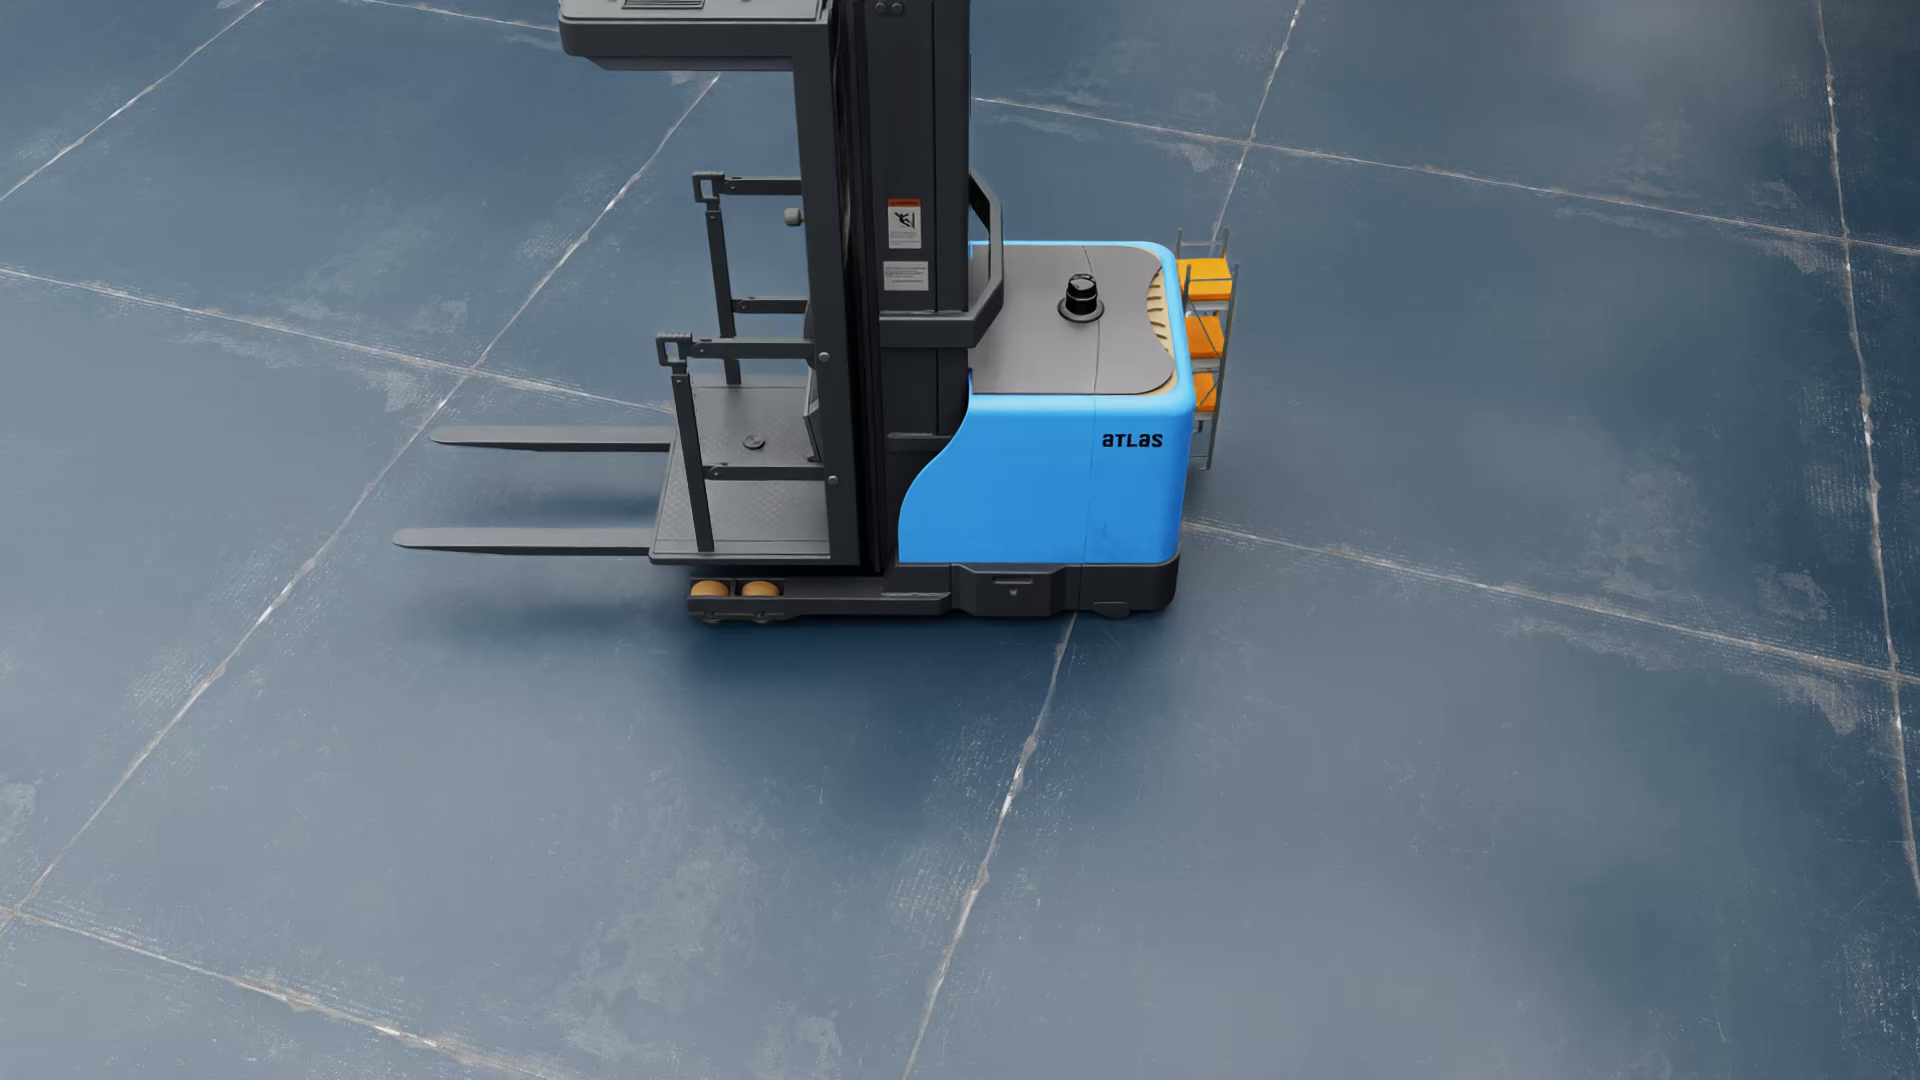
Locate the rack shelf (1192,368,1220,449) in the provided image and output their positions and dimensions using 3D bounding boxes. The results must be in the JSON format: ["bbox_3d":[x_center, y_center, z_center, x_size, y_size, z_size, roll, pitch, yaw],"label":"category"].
[{"bbox_3d":[0.957,-0.552,6.976,0.215,0.259,0.240,-2,44,-2],"label":"rack shelf"}]

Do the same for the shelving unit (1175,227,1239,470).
[{"bbox_3d":[0.957,-0.759,6.775,0.215,1.050,0.252,-2,44,-2],"label":"shelving unit"}]

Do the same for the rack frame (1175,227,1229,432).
[{"bbox_3d":[0.952,-0.844,6.862,0.200,1.050,0.008,-2,44,-2],"label":"rack frame"}]

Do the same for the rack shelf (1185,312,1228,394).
[{"bbox_3d":[0.957,-0.751,6.782,0.215,0.259,0.240,-2,44,-2],"label":"rack shelf"}]

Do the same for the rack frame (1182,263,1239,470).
[{"bbox_3d":[0.962,-0.673,6.687,0.200,1.050,0.008,-2,44,-2],"label":"rack frame"}]

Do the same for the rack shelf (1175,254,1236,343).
[{"bbox_3d":[0.957,-0.954,6.584,0.215,0.259,0.240,-2,44,-2],"label":"rack shelf"}]

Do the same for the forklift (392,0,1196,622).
[{"bbox_3d":[-0.678,-1.102,5.780,3.031,2.935,1.130,0,44,0],"label":"forklift"}]
